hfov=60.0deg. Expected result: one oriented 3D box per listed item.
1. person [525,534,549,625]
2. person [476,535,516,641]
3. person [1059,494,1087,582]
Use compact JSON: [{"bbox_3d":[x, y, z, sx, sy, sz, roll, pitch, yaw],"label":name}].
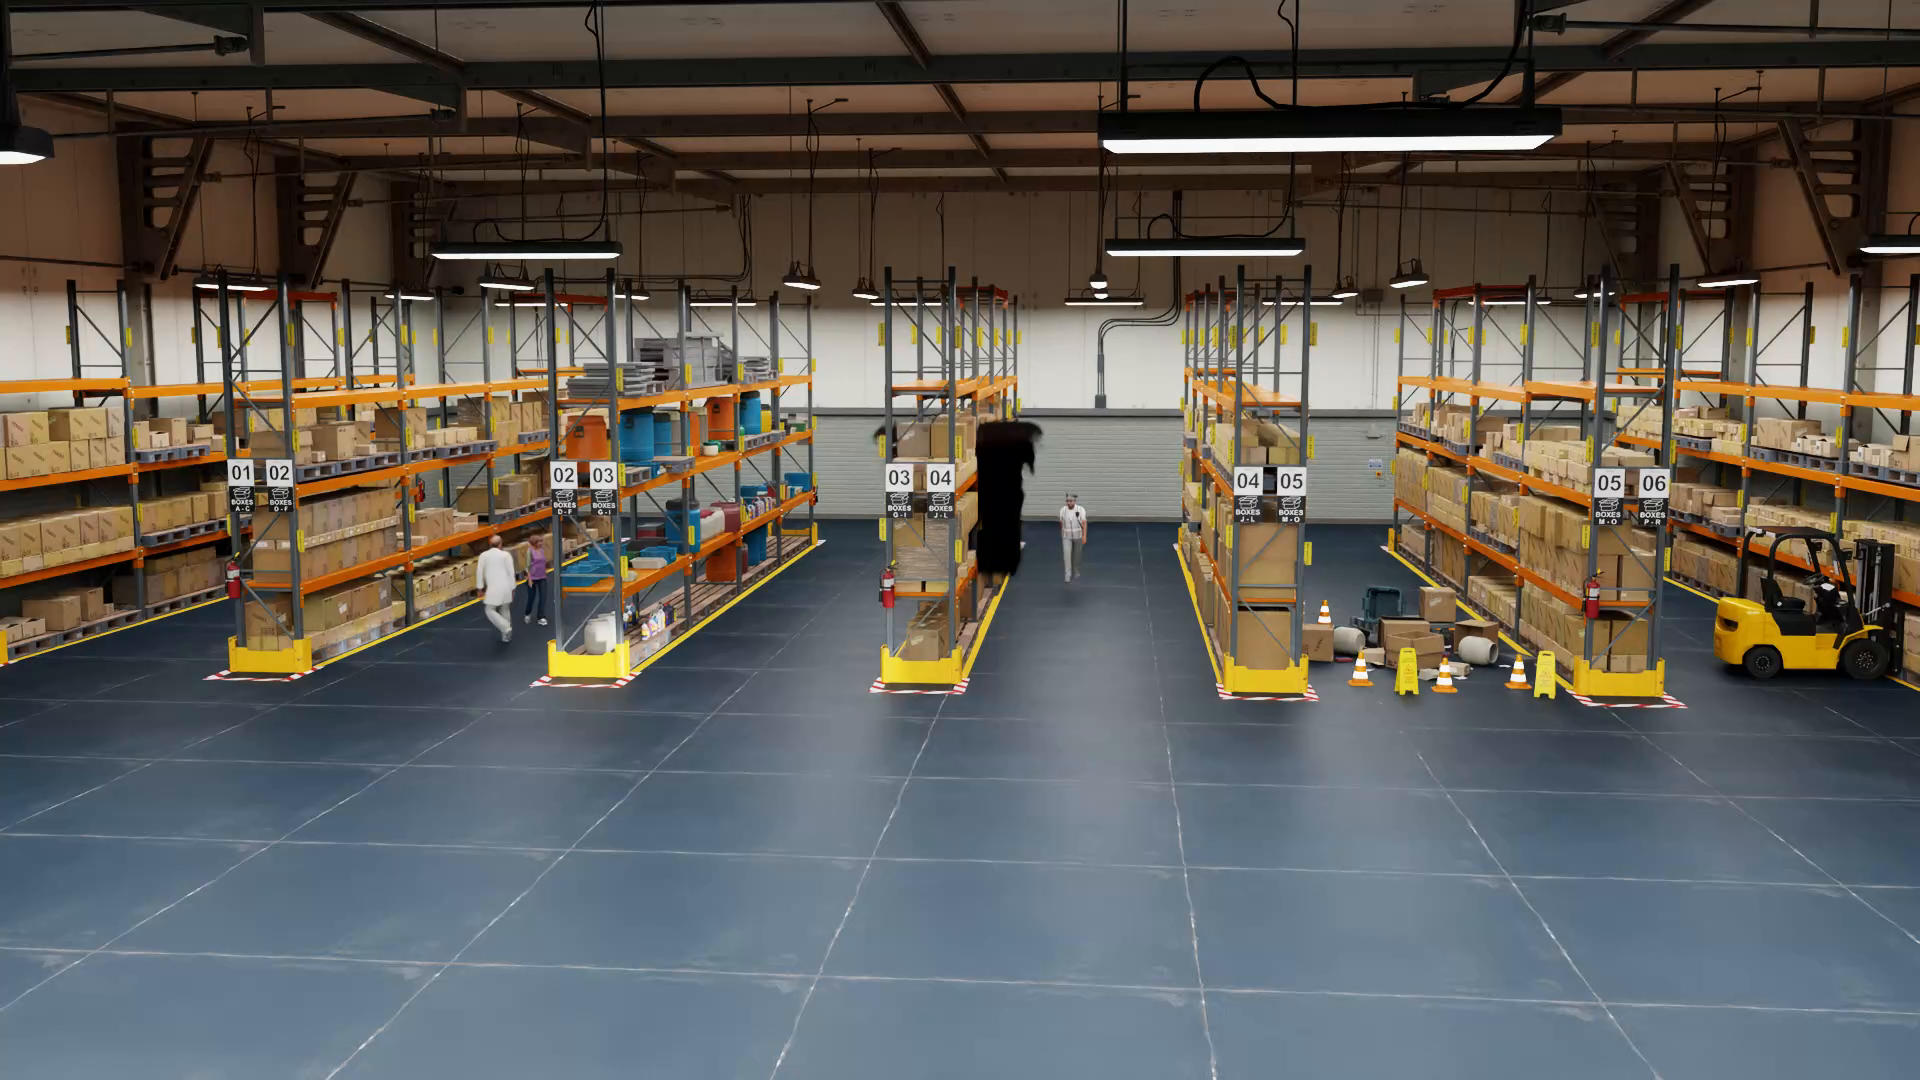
[{"bbox_3d":[-7.431,0.684,29.149,0.452,1.591,0.536,-6,9,-42],"label":"person"},{"bbox_3d":[-7.552,0.813,27.317,0.612,1.765,0.620,6,9,39],"label":"person"},{"bbox_3d":[2.194,-0.058,32.281,0.542,1.710,1.013,0,7,3],"label":"person"}]
